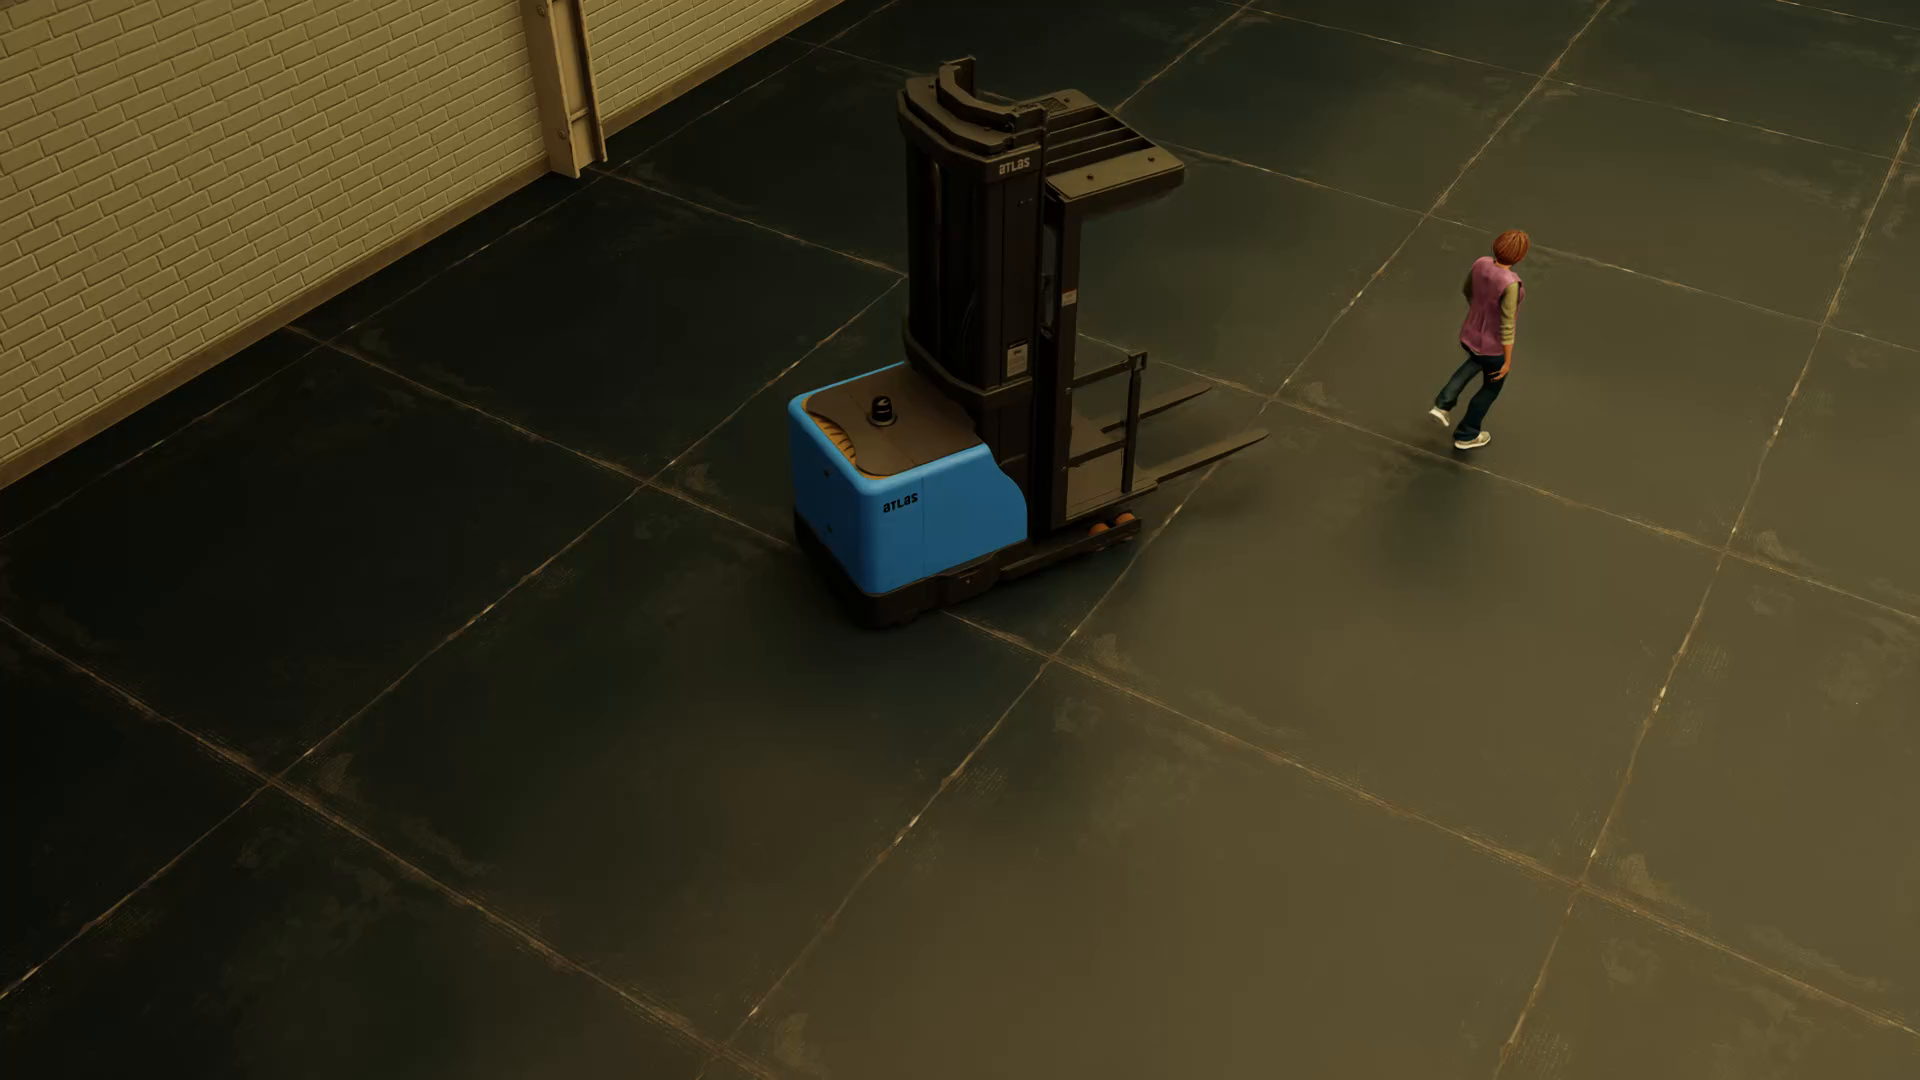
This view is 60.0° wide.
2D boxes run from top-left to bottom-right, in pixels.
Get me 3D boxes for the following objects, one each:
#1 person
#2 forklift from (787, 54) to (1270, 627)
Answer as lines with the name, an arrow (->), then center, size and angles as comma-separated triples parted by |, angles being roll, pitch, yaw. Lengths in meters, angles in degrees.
person -> 3.321, -1.256, 10.509 | 0.433, 1.566, 0.582 | -19, 44, -21
forklift -> 0.523, -1.326, 9.532 | 3.031, 2.935, 1.130 | -21, 45, -23
